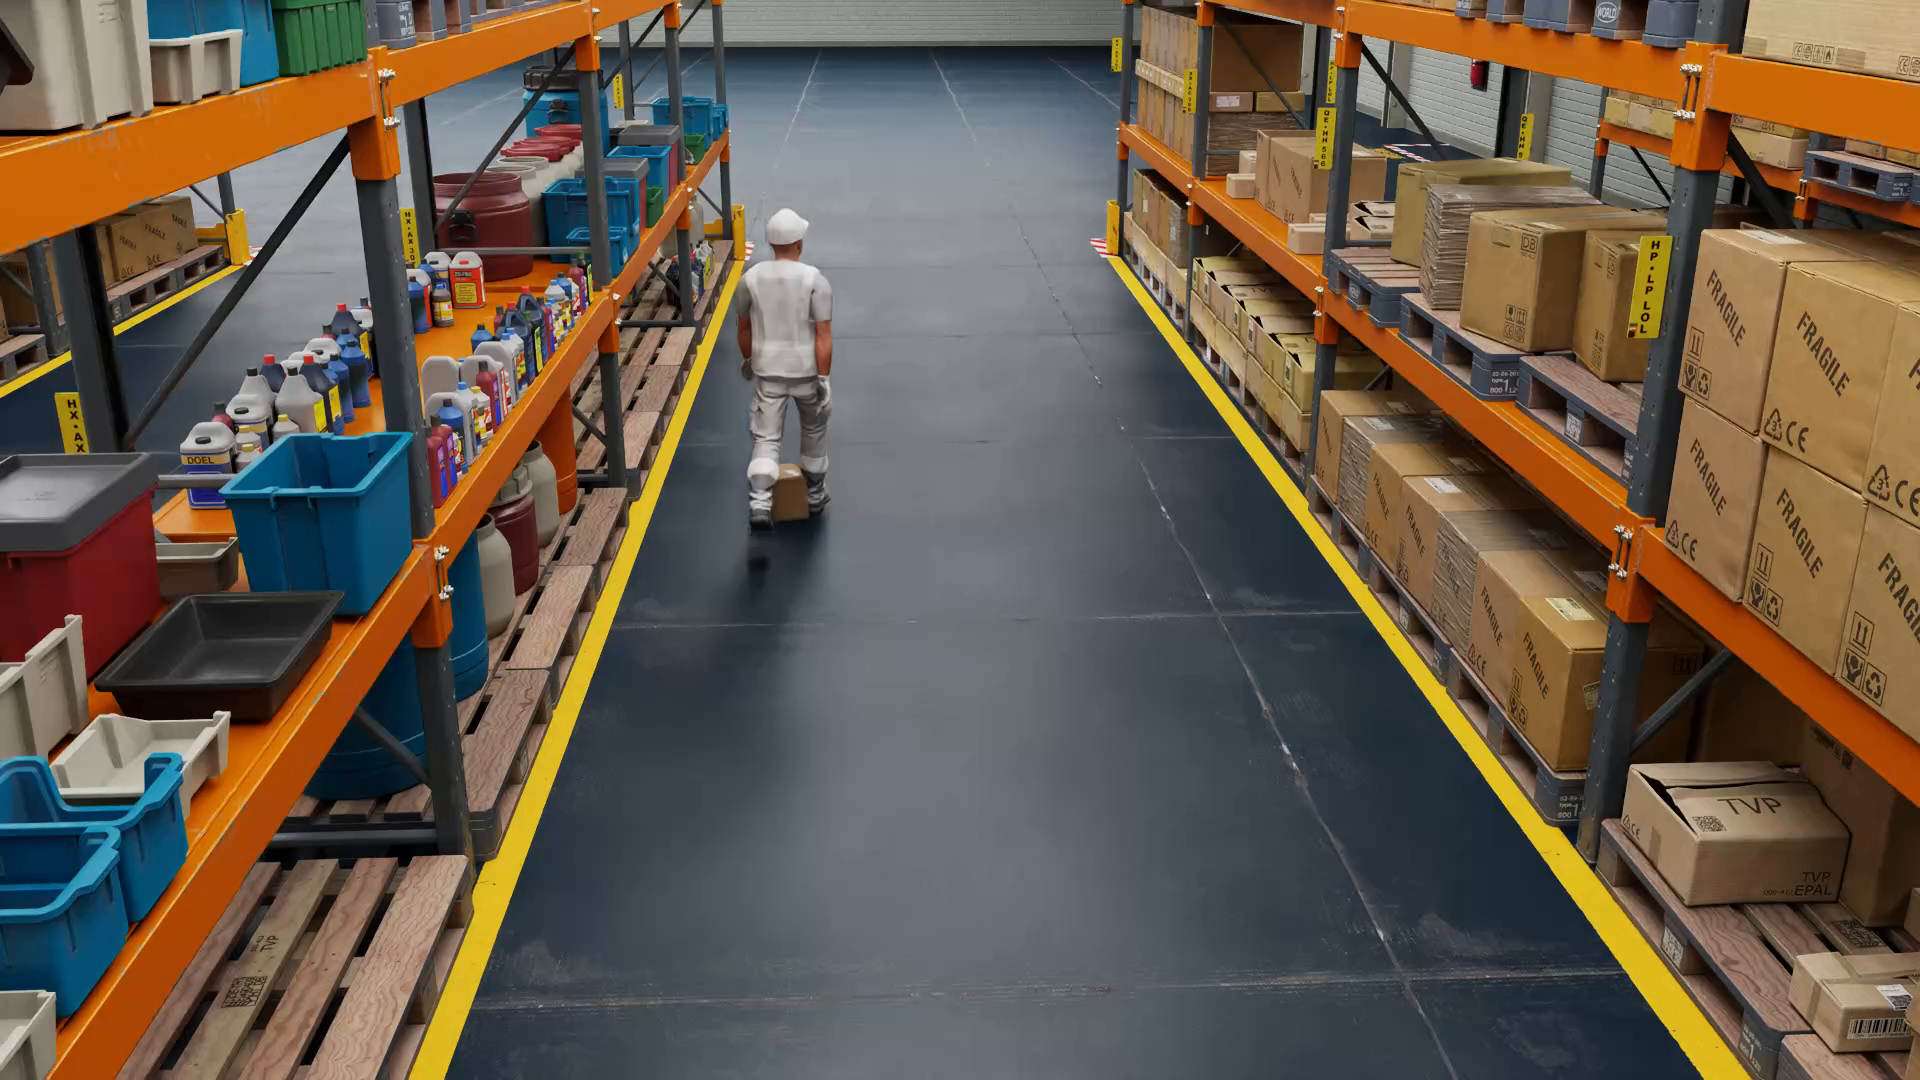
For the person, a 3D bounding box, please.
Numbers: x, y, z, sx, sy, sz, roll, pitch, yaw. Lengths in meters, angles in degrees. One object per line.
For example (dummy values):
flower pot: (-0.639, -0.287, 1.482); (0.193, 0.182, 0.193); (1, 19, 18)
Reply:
person: (-0.950, -0.901, 8.974); (0.567, 1.750, 1.010); (2, 20, 4)
